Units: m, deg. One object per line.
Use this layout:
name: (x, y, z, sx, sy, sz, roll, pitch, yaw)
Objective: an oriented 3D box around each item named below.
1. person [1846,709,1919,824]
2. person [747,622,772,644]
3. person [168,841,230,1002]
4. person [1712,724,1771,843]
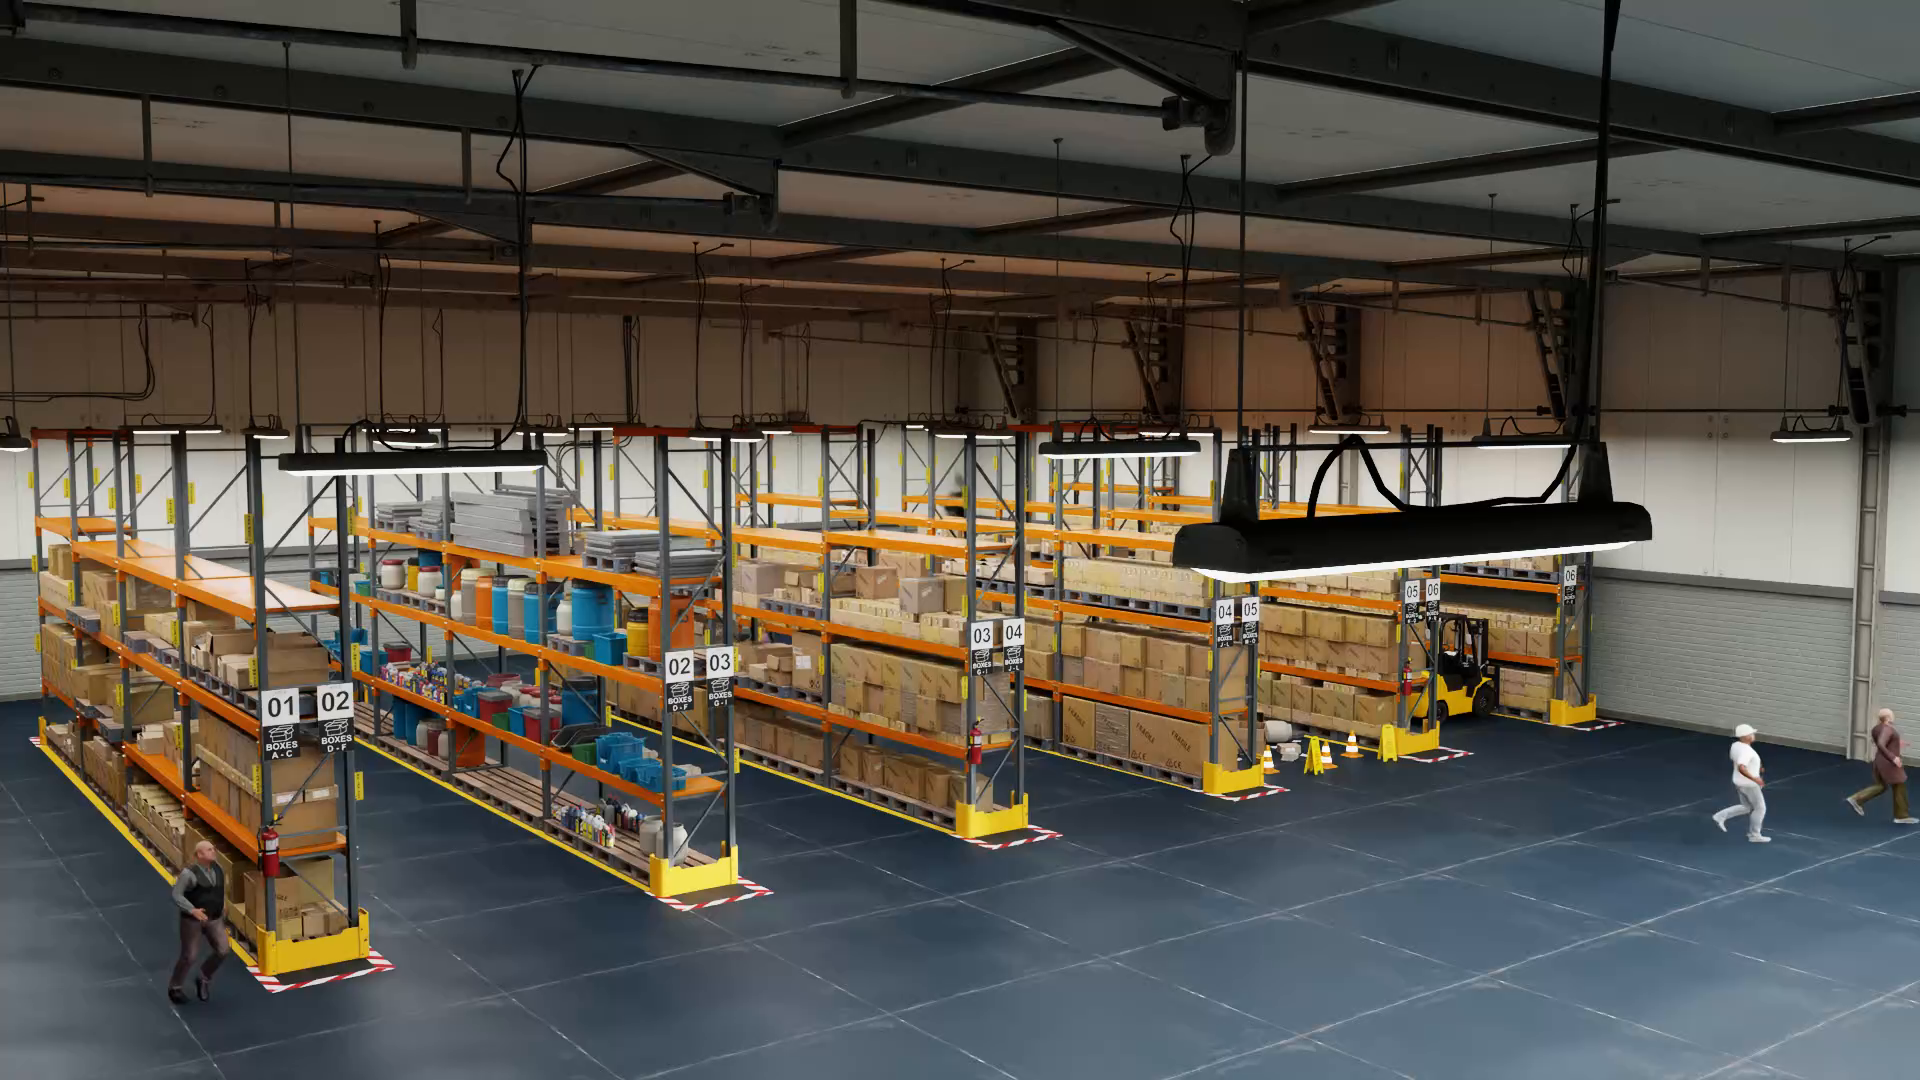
person: (14.152, 3.443, 25.377, 0.970, 1.754, 0.714, 1, 5, 7)
person: (-4.417, 2.615, 36.916, 0.529, 1.601, 0.867, -4, 6, -38)
person: (-8.124, 4.089, 17.901, 0.638, 1.693, 0.713, 3, 5, 32)
person: (11.468, 3.558, 24.326, 0.795, 1.732, 0.711, 1, 5, 8)
